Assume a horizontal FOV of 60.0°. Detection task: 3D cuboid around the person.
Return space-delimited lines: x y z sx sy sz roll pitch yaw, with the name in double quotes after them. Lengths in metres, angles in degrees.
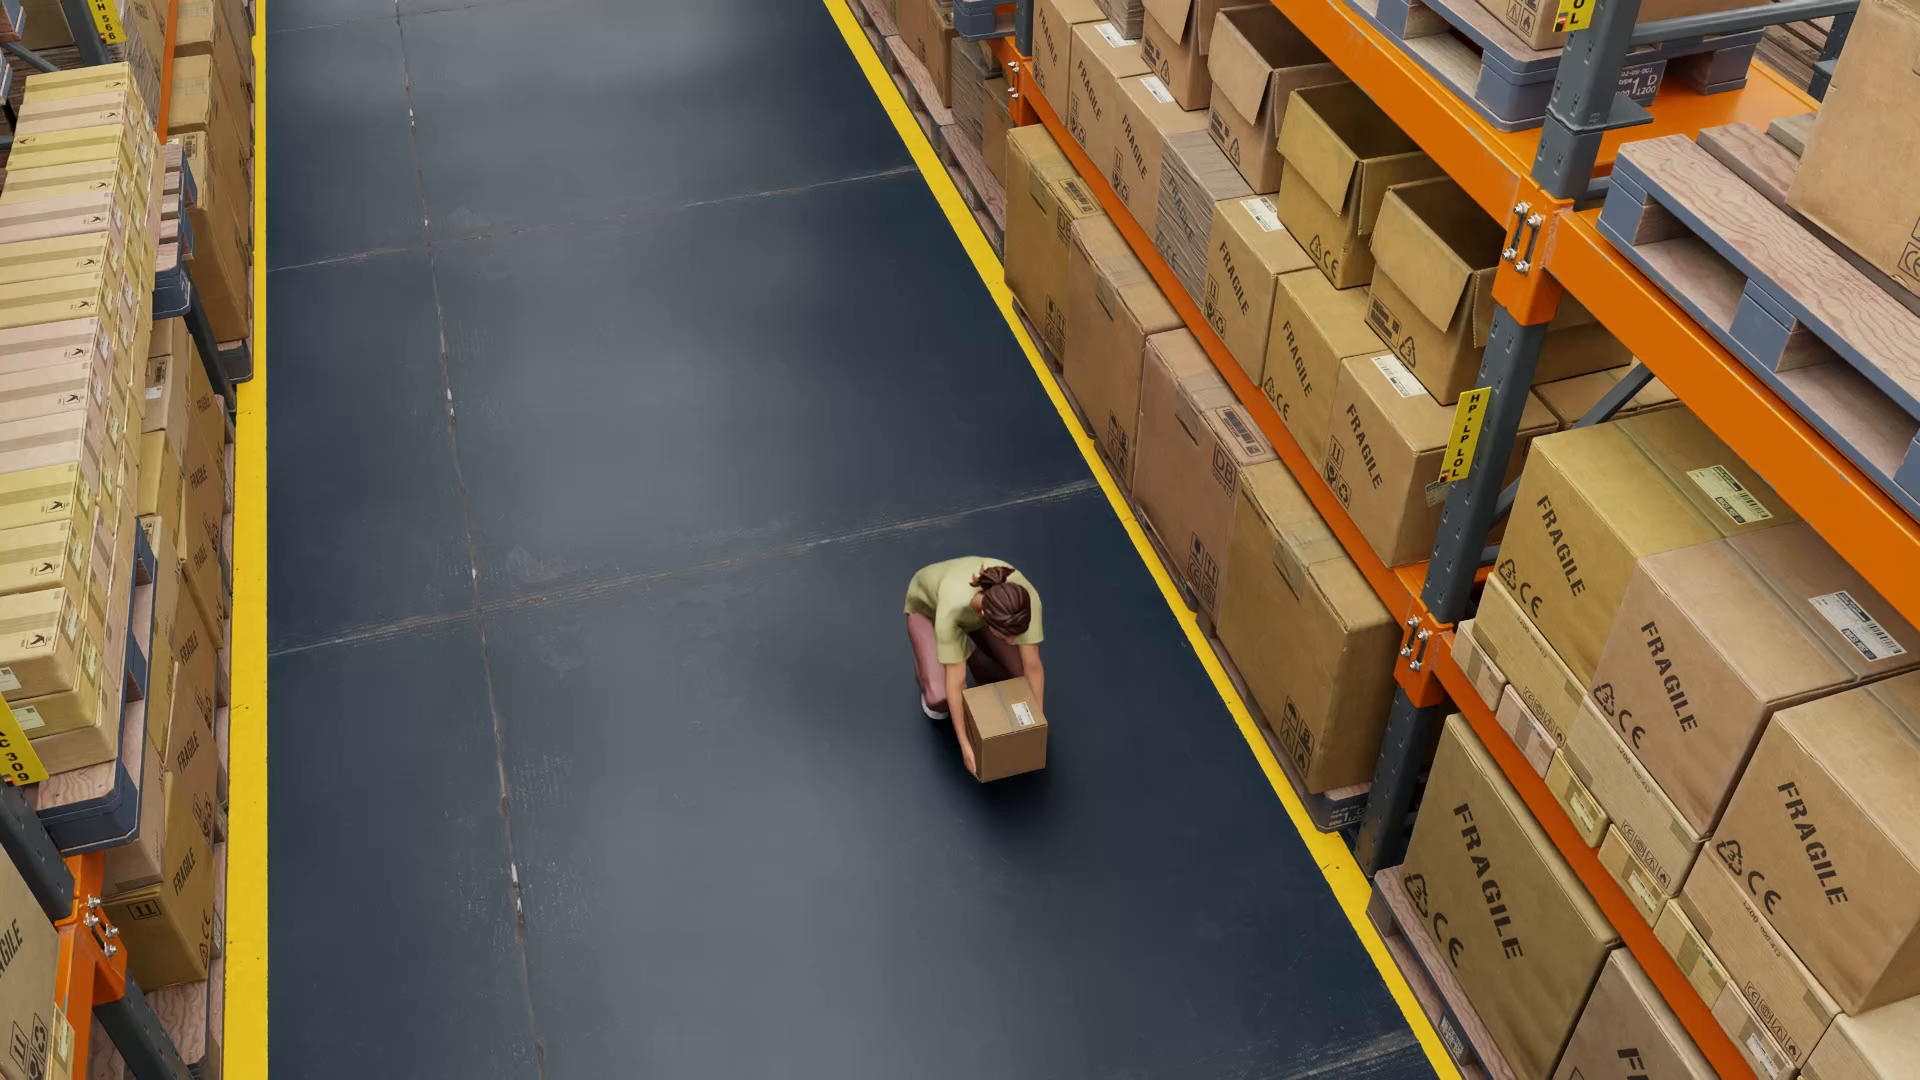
0.068 0.384 6.313 0.471 0.914 0.862 -13 44 -13 "person"
